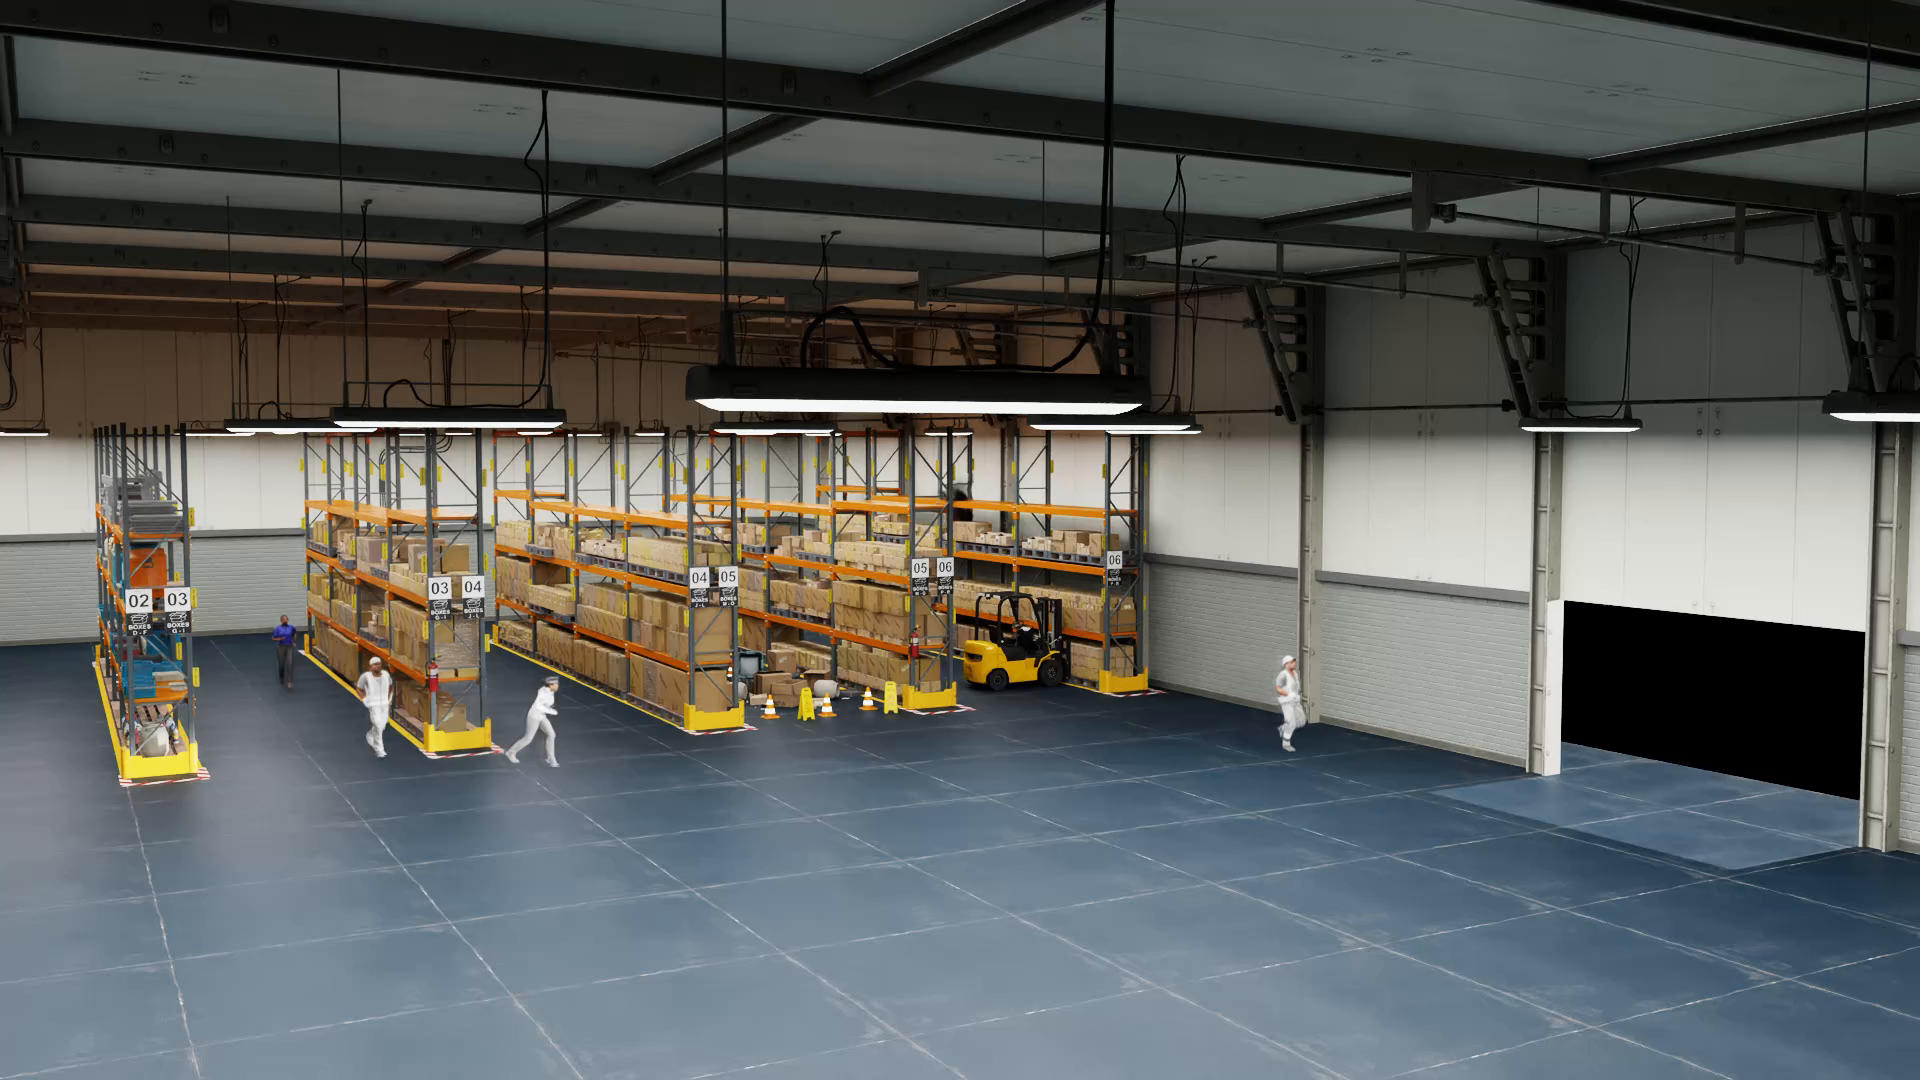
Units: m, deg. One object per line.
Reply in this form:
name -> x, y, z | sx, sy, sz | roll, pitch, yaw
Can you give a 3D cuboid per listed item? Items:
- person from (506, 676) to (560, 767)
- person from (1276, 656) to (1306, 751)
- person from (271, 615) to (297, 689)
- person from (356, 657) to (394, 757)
person -> -7.475, 3.188, 29.126 | 0.966, 1.626, 0.657 | 0, 3, 1
person -> 6.070, 2.997, 30.609 | 0.701, 1.745, 0.609 | -3, 5, -44
person -> -15.544, 2.552, 38.253 | 0.540, 1.644, 0.909 | -2, 4, -29
person -> -10.614, 3.003, 30.208 | 0.829, 1.790, 0.670 | 3, 5, 45
